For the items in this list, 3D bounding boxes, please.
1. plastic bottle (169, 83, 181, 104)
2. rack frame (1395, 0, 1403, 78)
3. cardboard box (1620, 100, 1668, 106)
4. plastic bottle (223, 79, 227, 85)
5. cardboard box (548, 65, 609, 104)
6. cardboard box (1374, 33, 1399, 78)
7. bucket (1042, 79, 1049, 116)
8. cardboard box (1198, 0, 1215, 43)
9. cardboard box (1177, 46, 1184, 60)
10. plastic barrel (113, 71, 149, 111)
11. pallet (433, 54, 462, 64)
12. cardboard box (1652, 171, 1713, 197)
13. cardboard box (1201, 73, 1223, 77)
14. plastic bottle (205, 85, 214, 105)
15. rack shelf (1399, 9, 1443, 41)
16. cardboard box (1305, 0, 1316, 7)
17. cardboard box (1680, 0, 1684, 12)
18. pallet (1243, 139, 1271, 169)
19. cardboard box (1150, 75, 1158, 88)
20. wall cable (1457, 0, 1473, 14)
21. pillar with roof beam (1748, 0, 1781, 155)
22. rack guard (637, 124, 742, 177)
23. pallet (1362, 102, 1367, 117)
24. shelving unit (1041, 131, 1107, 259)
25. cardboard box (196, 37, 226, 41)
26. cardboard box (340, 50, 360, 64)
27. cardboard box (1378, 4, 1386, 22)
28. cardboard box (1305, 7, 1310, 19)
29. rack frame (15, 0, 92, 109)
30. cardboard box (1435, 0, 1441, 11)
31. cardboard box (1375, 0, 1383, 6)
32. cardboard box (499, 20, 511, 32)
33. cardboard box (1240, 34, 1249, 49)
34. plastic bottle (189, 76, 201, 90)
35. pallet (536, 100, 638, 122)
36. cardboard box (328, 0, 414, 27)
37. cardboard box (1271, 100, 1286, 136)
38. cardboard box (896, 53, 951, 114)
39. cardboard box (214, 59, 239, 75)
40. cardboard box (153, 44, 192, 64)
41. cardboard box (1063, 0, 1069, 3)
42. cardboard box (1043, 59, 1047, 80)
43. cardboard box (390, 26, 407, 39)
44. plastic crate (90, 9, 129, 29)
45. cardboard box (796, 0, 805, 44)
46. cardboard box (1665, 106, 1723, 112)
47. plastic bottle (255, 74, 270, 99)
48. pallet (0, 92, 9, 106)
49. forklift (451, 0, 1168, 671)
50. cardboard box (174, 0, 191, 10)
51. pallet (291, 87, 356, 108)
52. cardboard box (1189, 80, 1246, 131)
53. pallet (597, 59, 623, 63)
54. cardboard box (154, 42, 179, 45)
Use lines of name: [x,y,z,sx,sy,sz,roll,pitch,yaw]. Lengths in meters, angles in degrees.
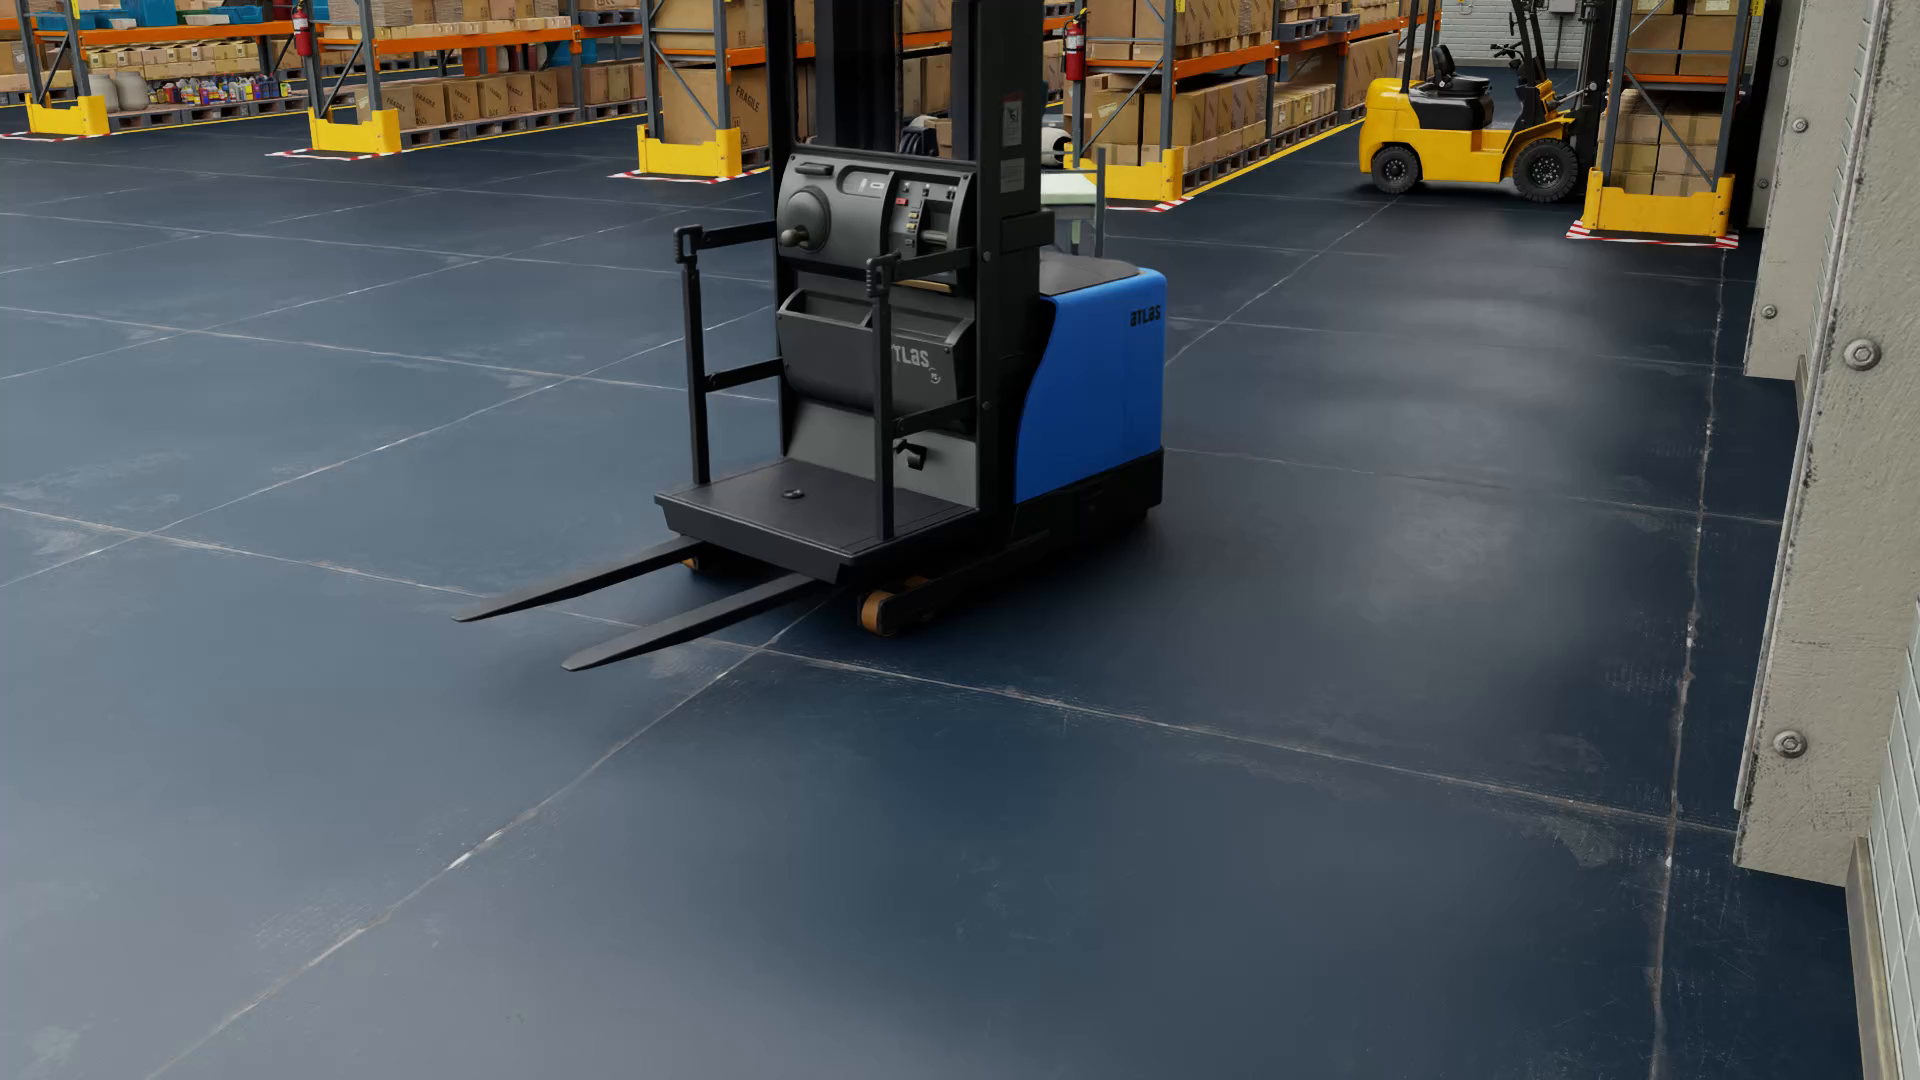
plastic bottle: [-11.393,-6.480,24.110,0.061,0.283,0.133,9,21,23]
rack frame: [6.503,-8.501,26.396,1.000,3.000,0.127,9,21,23]
cardboard box: [6.425,-4.022,15.787,0.500,0.250,0.500,9,21,23]
plastic bottle: [-10.991,-6.766,24.932,0.097,0.271,0.097,0,20,0]
cardboard box: [-5.543,-6.630,24.207,0.700,0.500,0.500,7,21,19]
cardboard box: [6.322,-7.497,26.118,0.875,0.875,0.875,9,22,24]
bucket: [0.718,-5.520,20.630,0.726,0.611,0.620,18,16,41]
cardboard box: [2.245,-5.285,16.761,0.500,0.500,0.500,9,22,24]
cardboard box: [2.007,-4.869,16.558,0.380,0.149,0.250,9,21,24]
plastic barrel: [-11.565,-6.263,23.188,0.421,0.512,0.421,0,20,0]
pallet: [-10.794,-10.491,36.154,1.003,0.211,1.213,9,21,23]
cardboard box: [6.499,-3.178,14.906,0.500,0.250,0.500,9,21,23]
cardboard box: [2.739,-5.168,19.381,0.500,0.500,0.500,10,22,25]
plastic bottle: [-10.803,-6.410,23.932,0.097,0.271,0.097,0,20,0]
rack shelf: [7.322,-8.773,28.236,1.077,0.370,4.000,9,21,23]
cardboard box: [4.100,-6.847,20.525,0.500,0.500,0.500,8,21,22]
cardboard box: [6.357,-4.877,15.089,0.380,0.149,0.250,8,21,22]
pallet: [2.984,-4.531,19.396,1.003,0.211,1.213,9,21,23]
cardboard box: [1.874,-4.873,17.583,0.380,0.149,0.250,9,21,24]
wall cable: [10.429,-11.944,34.515,0.585,1.953,0.123,9,21,23]
pillar with roof beam: [5.756,-9.493,20.233,9.100,9.000,0.400,9,21,23]
rack guard: [-2.978,-4.296,18.302,1.175,0.500,0.348,9,21,23]
pallet: [5.758,-6.567,25.118,1.003,0.211,1.213,9,21,23]
shelving unit: [0.418,-1.158,7.986,0.431,1.500,0.755,-2,20,-4]
cardboard box: [-16.242,-10.868,35.634,0.750,0.750,0.750,9,21,23]
cardboard box: [-12.137,-9.602,32.565,0.500,0.500,0.500,8,21,21]
cardboard box: [6.116,-7.951,25.075,0.500,0.250,0.500,8,21,21]
cardboard box: [4.145,-6.581,20.745,0.380,0.149,0.250,9,21,23]
rack frame: [-11.970,-6.872,21.816,1.000,3.000,0.127,9,21,23]
cardboard box: [8.185,-9.587,29.301,0.500,0.500,0.500,9,21,23]
cardboard box: [5.946,-8.026,24.538,0.500,0.250,0.500,9,21,24]
cardboard box: [-6.191,-6.815,22.031,0.380,0.149,0.250,9,21,23]
cardboard box: [2.961,-5.486,18.293,0.380,0.149,0.250,8,21,22]
plastic bottle: [-11.293,-6.677,24.563,0.144,0.351,0.185,8,21,22]
pallet: [-5.496,-6.340,24.480,1.003,0.211,1.213,9,21,23]
cardboard box: [-7.202,-6.544,20.300,0.875,0.500,0.500,9,21,23]
cardboard box: [3.440,-5.176,20.341,0.950,0.372,0.625,9,21,23]
cardboard box: [-0.760,-6.338,23.045,1.050,0.750,0.750,9,21,23]
cardboard box: [-13.413,-8.548,30.006,0.500,0.250,0.500,8,21,22]
cardboard box: [-13.825,-8.504,29.046,0.500,0.311,0.500,9,22,24]
cardboard box: [1.543,-8.762,26.879,0.380,0.149,0.250,8,21,20]
cardboard box: [1.033,-7.282,26.072,0.500,0.500,0.500,9,21,23]
cardboard box: [-6.998,-6.202,20.307,0.380,0.149,0.250,9,21,23]
plastic crate: [-11.767,-7.194,22.942,0.499,0.251,0.408,9,21,23]
cardboard box: [-2.308,-5.996,19.129,0.875,0.550,0.550,9,21,23]
cardboard box: [6.690,-3.800,15.163,0.500,0.250,0.500,9,21,23]
plastic bottle: [-10.412,-6.759,24.794,0.144,0.351,0.185,7,21,20]
pallet: [-15.712,-6.850,25.916,1.003,0.211,1.213,9,21,23]
forklift: [-0.466,-1.223,6.033,1.130,2.935,3.031,16,25,38]
cardboard box: [-13.884,-9.530,29.141,0.500,0.500,0.500,7,21,20]
pallet: [-10.046,-7.026,26.411,1.003,0.211,1.213,9,21,23]
cardboard box: [2.815,-4.782,18.295,0.500,0.500,0.500,10,22,26]
pallet: [-6.791,-9.457,33.245,1.003,0.211,1.213,9,21,23]
cardboard box: [-14.113,-8.728,29.674,0.500,0.311,0.500,8,21,21]
